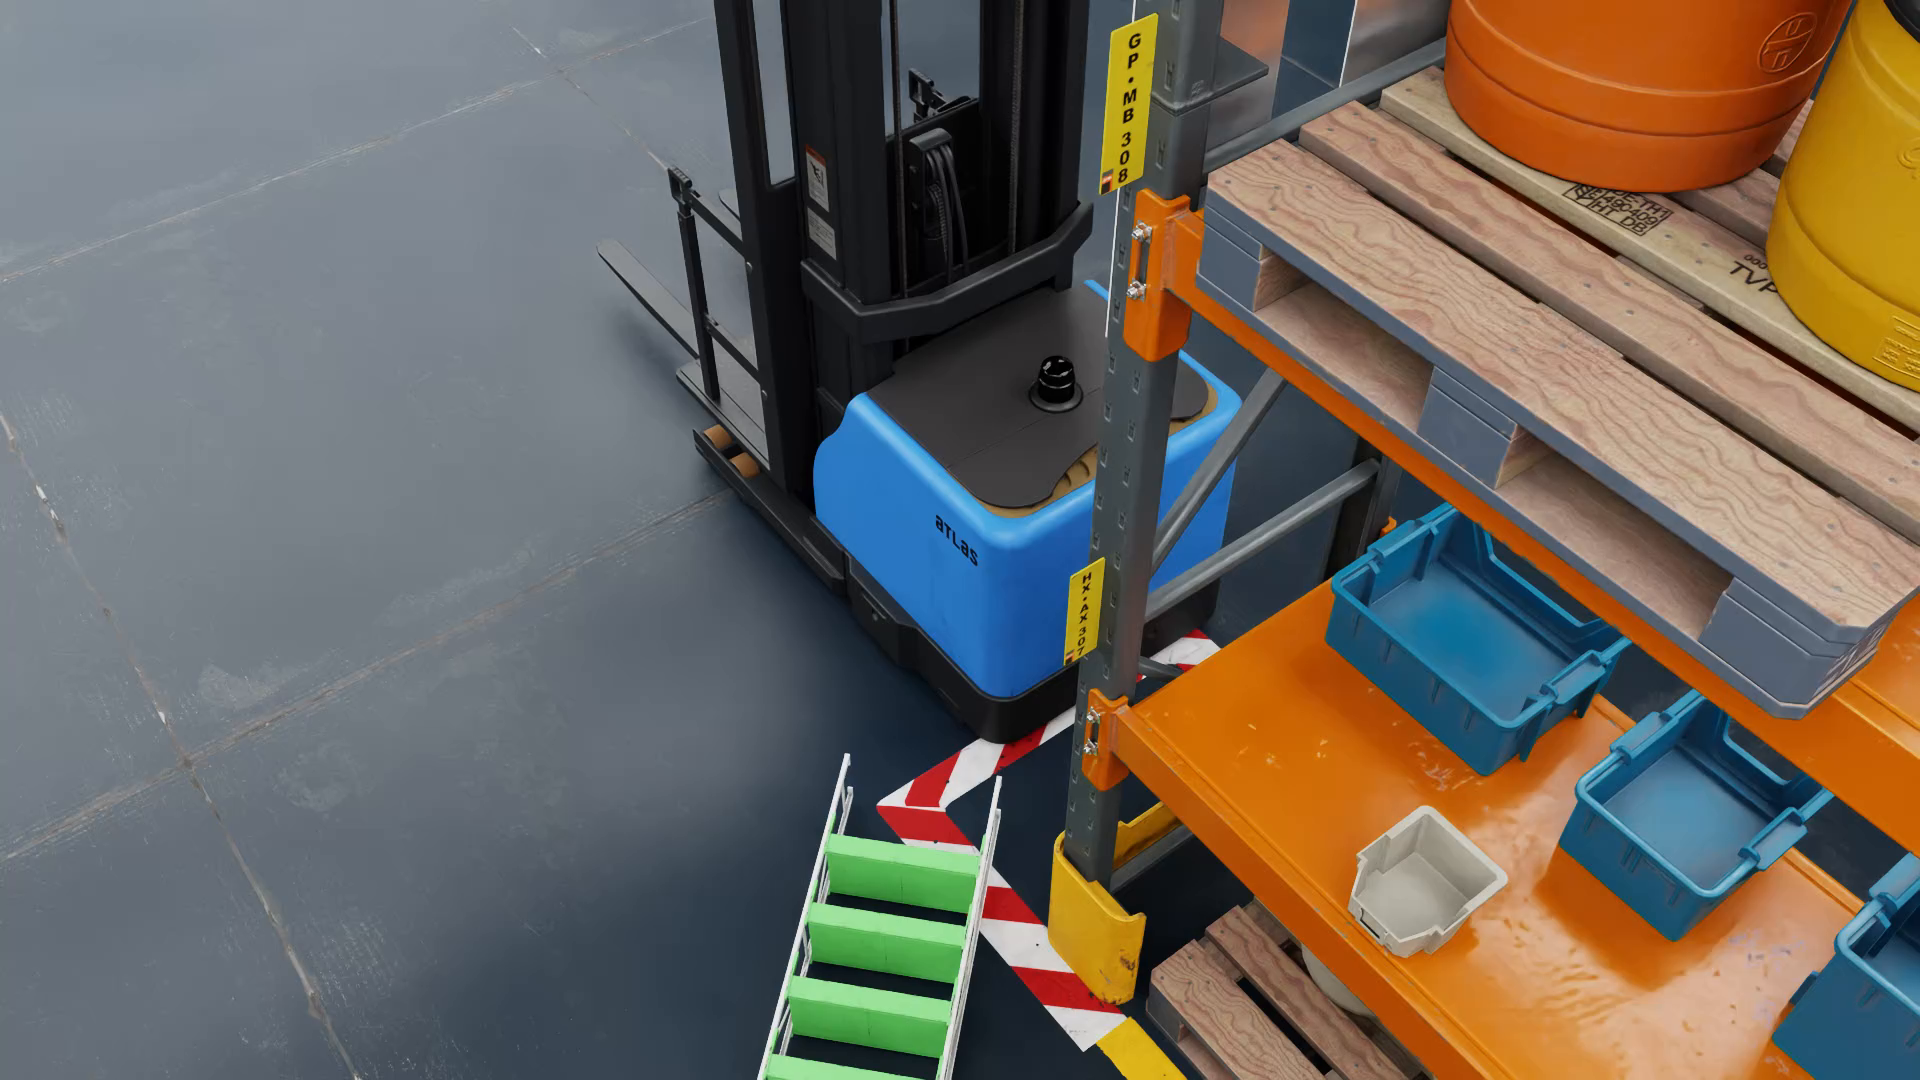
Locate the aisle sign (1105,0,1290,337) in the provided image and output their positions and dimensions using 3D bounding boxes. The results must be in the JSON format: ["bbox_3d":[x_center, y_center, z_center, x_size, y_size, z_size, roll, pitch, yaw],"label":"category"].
[{"bbox_3d":[0.453,-0.765,3.164,0.394,0.787,0.004,-29,54,-24],"label":"aisle sign"}]

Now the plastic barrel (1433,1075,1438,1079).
[{"bbox_3d":[1.493,1.363,4.385,0.421,0.512,0.421,0,48,0],"label":"plastic barrel"}]

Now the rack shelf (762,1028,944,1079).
[{"bbox_3d":[-0.294,1.532,4.663,0.480,0.258,0.148,7,48,7],"label":"rack shelf"}]

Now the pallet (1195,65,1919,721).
[{"bbox_3d":[1.153,-0.393,2.685,1.003,0.211,1.213,-29,54,-24],"label":"pallet"}]

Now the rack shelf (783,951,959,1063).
[{"bbox_3d":[-0.252,1.357,4.821,0.480,0.258,0.148,7,48,7],"label":"rack shelf"}]

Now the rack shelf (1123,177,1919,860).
[{"bbox_3d":[1.941,0.433,2.294,1.077,0.370,4.000,-29,54,-24],"label":"rack shelf"}]

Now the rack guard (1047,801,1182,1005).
[{"bbox_3d":[0.813,0.883,5.112,1.175,0.500,0.348,-29,54,-24],"label":"rack guard"}]

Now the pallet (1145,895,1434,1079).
[{"bbox_3d":[1.301,1.461,4.783,1.003,0.211,1.213,-29,54,-24],"label":"pallet"}]

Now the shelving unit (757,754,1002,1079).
[{"bbox_3d":[-0.221,1.228,4.938,0.503,0.258,1.200,7,48,7],"label":"shelving unit"}]

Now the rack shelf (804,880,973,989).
[{"bbox_3d":[-0.210,1.182,4.980,0.480,0.258,0.148,7,48,7],"label":"rack shelf"}]

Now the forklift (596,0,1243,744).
[{"bbox_3d":[-0.376,-1.353,5.498,1.130,2.935,3.031,-29,54,-24],"label":"forklift"}]

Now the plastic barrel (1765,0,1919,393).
[{"bbox_3d":[1.521,-0.577,2.314,0.600,0.588,0.600,0,48,0],"label":"plastic barrel"}]

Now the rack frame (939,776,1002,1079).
[{"bbox_3d":[0.019,1.260,4.909,0.015,0.240,1.200,7,48,7],"label":"rack frame"}]

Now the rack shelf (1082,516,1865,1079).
[{"bbox_3d":[1.941,1.440,3.405,1.077,0.370,4.000,-29,54,-24],"label":"rack shelf"}]

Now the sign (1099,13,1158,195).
[{"bbox_3d":[0.290,-0.747,2.872,0.100,0.325,0.005,-29,54,-24],"label":"sign"}]

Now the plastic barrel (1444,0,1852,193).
[{"bbox_3d":[1.125,-1.044,2.574,0.600,0.830,0.708,-29,54,-24],"label":"plastic barrel"}]

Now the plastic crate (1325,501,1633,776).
[{"bbox_3d":[1.271,0.230,4.117,0.499,0.251,0.616,-29,54,-24],"label":"plastic crate"}]

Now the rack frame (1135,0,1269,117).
[{"bbox_3d":[0.730,-1.996,1.985,1.000,3.000,0.127,-29,54,-24],"label":"rack frame"}]

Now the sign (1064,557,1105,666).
[{"bbox_3d":[0.290,0.171,3.884,0.100,0.325,0.005,-29,54,-24],"label":"sign"}]

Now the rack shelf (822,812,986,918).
[{"bbox_3d":[-0.168,1.006,5.139,0.480,0.258,0.148,7,48,7],"label":"rack shelf"}]

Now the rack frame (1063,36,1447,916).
[{"bbox_3d":[0.730,0.019,4.208,1.000,3.000,0.127,-29,54,-24],"label":"rack frame"}]

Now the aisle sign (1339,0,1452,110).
[{"bbox_3d":[0.923,-1.030,3.404,0.394,0.787,0.004,-29,54,-24],"label":"aisle sign"}]

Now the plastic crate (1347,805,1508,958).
[{"bbox_3d":[1.016,0.780,3.696,0.298,0.136,0.250,-29,54,-24],"label":"plastic crate"}]

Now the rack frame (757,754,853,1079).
[{"bbox_3d":[-0.462,1.197,4.967,0.015,0.240,1.200,7,48,7],"label":"rack frame"}]

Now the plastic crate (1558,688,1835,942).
[{"bbox_3d":[1.660,0.616,3.768,0.499,0.251,0.408,-29,54,-24],"label":"plastic crate"}]

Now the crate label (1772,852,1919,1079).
[{"bbox_3d":[2.060,0.971,3.321,0.502,0.435,0.616,-29,54,-24],"label":"crate label"}]

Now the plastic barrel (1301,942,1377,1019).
[{"bbox_3d":[1.189,1.068,4.653,0.421,0.512,0.421,0,48,0],"label":"plastic barrel"}]
